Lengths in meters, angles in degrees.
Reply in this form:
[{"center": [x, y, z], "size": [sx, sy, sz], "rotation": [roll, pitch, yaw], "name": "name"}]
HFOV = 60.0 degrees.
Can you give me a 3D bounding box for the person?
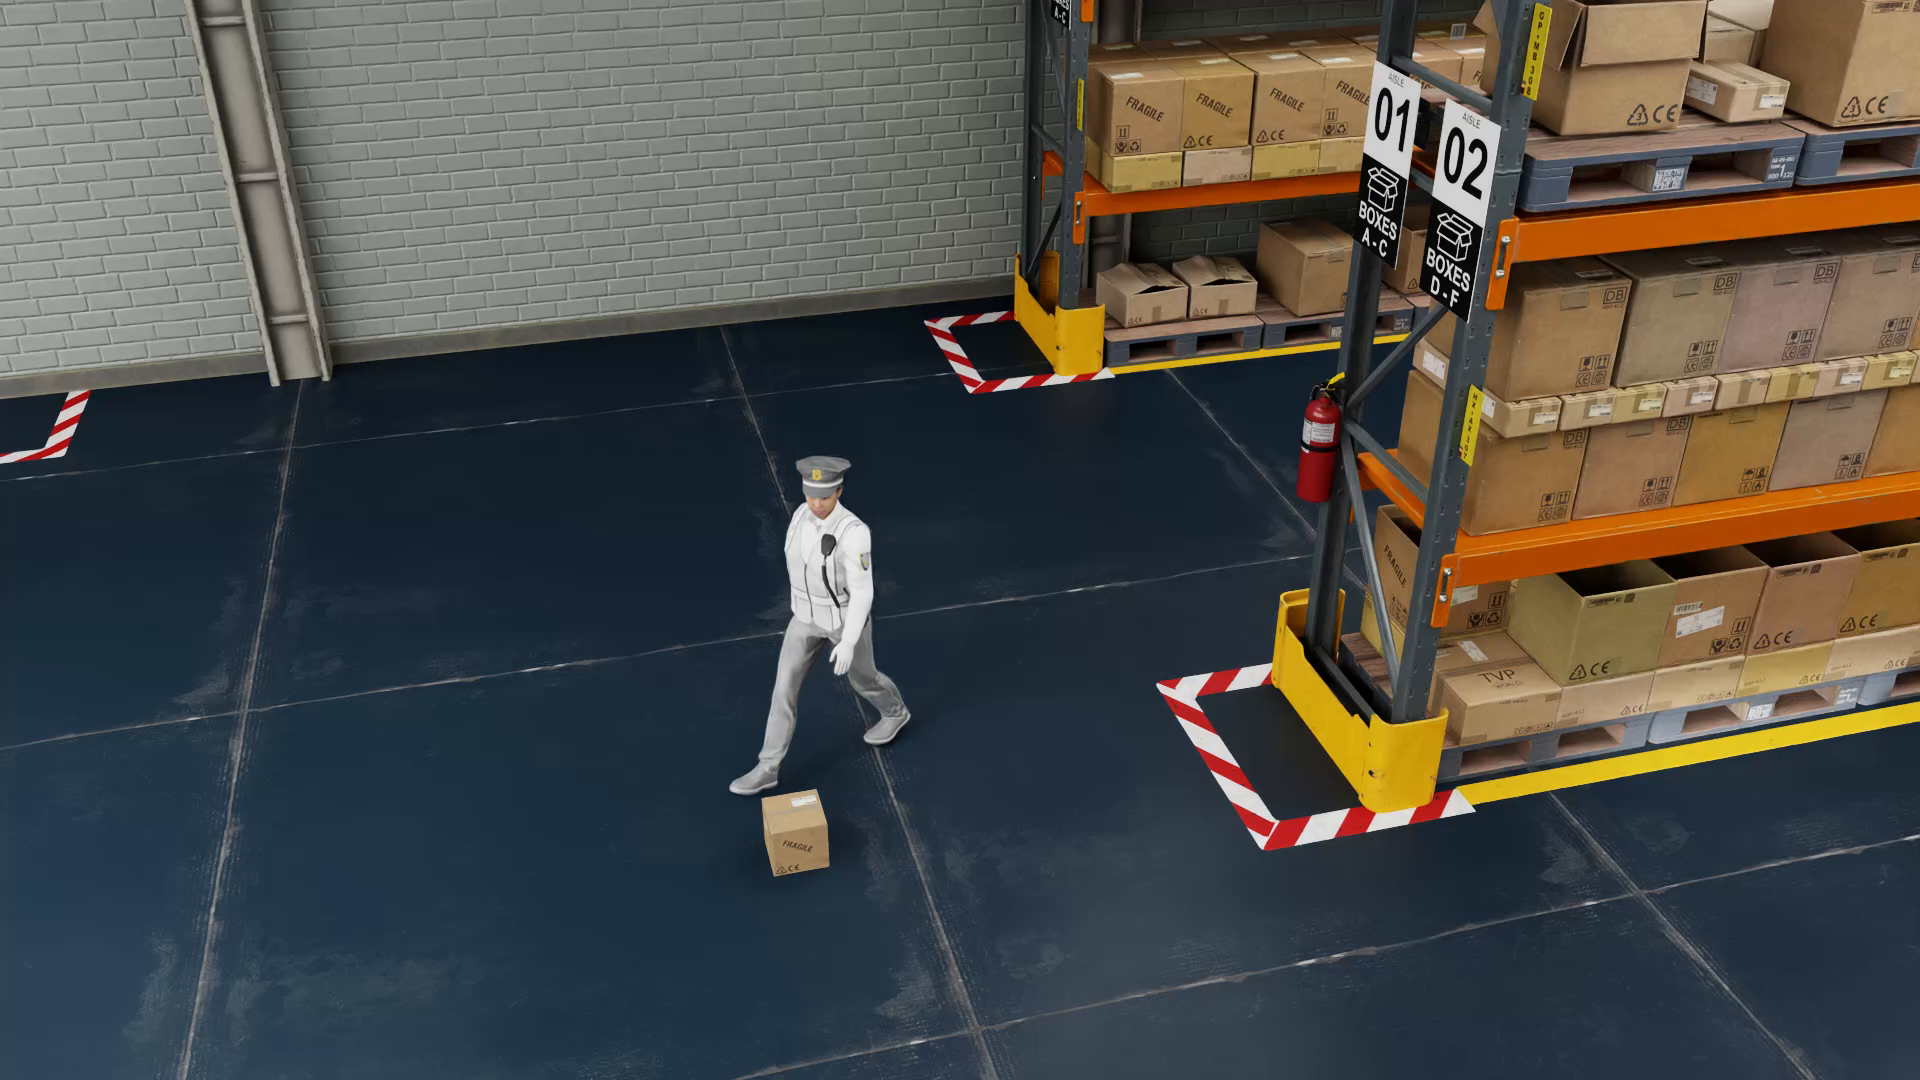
[{"center": [-0.643, 0.386, 7.572], "size": [0.514, 1.607, 1.013], "rotation": [18, 35, 28], "name": "person"}]
